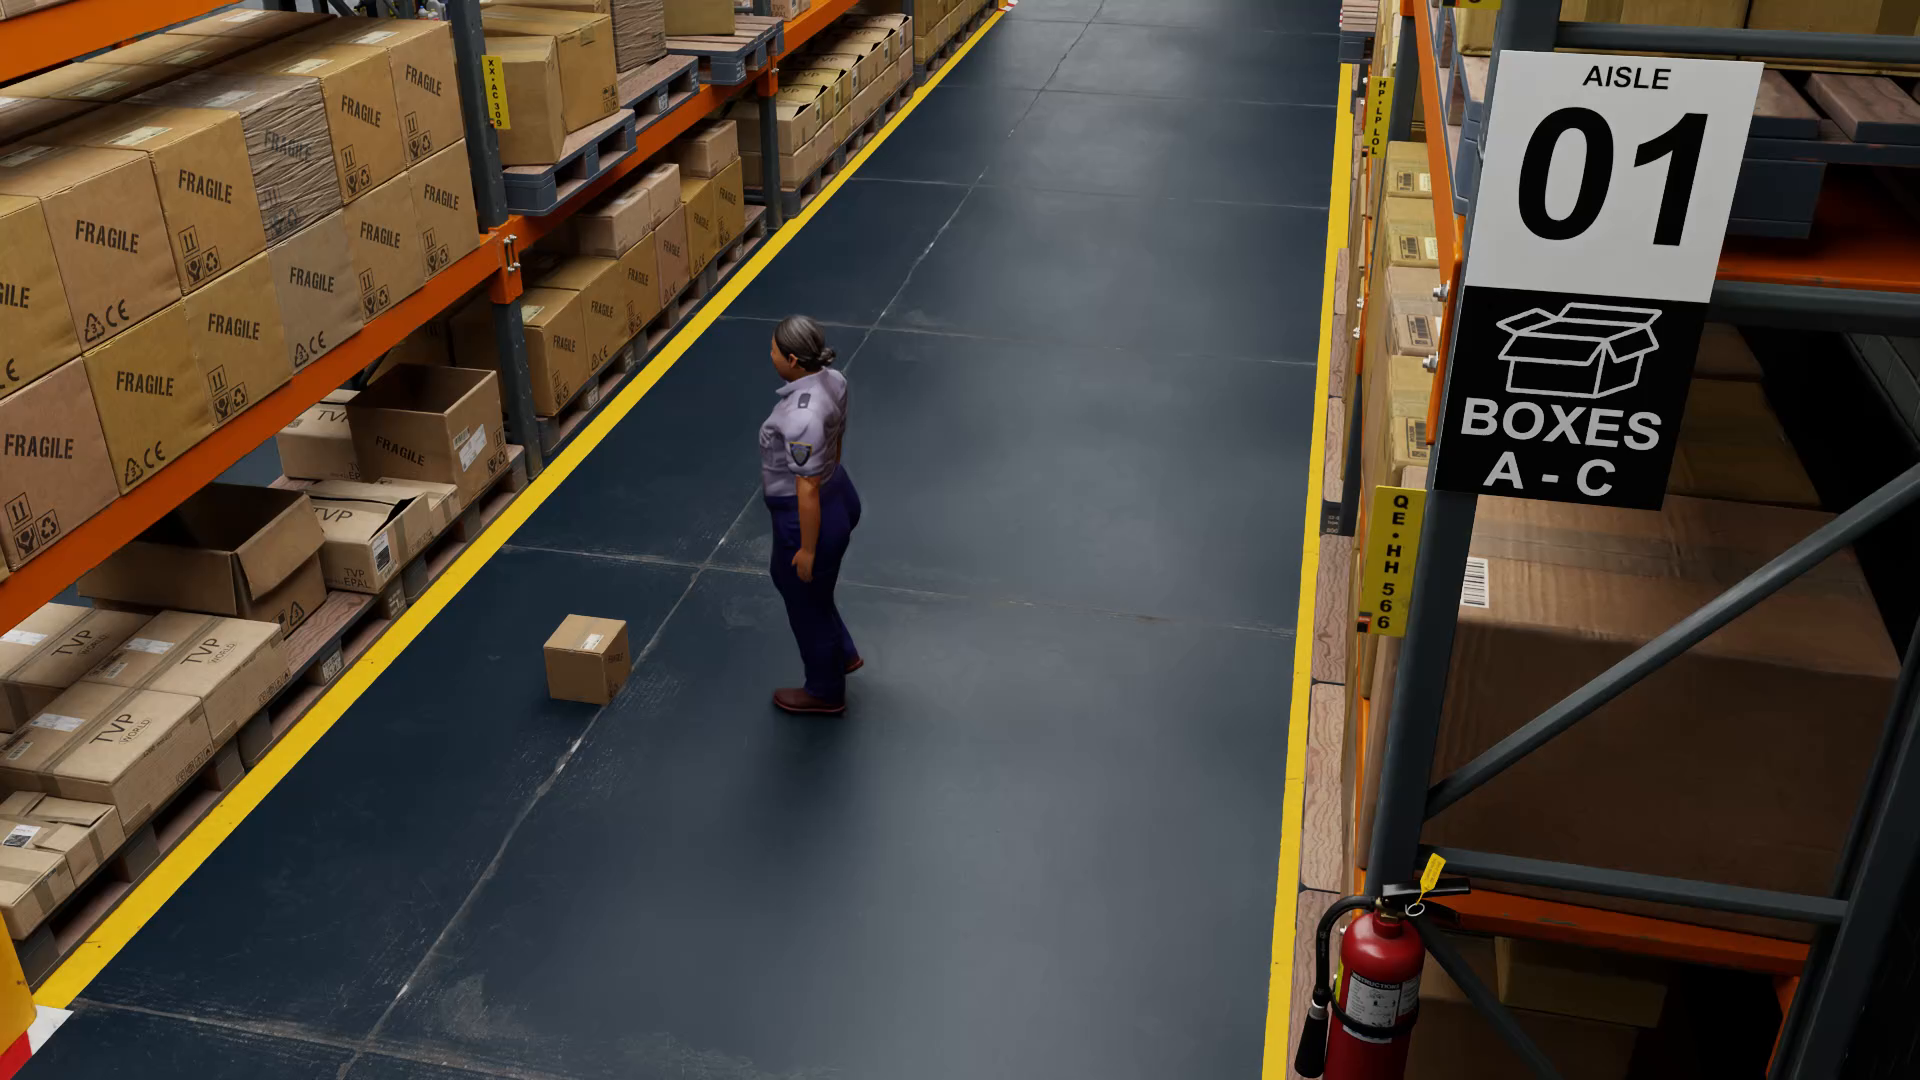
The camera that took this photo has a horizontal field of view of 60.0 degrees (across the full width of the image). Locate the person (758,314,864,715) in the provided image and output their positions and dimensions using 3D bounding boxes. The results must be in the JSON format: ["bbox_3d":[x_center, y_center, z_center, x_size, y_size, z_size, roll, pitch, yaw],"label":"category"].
[{"bbox_3d":[-0.586,-0.061,6.258,0.398,1.674,0.495,6,29,10],"label":"person"}]
